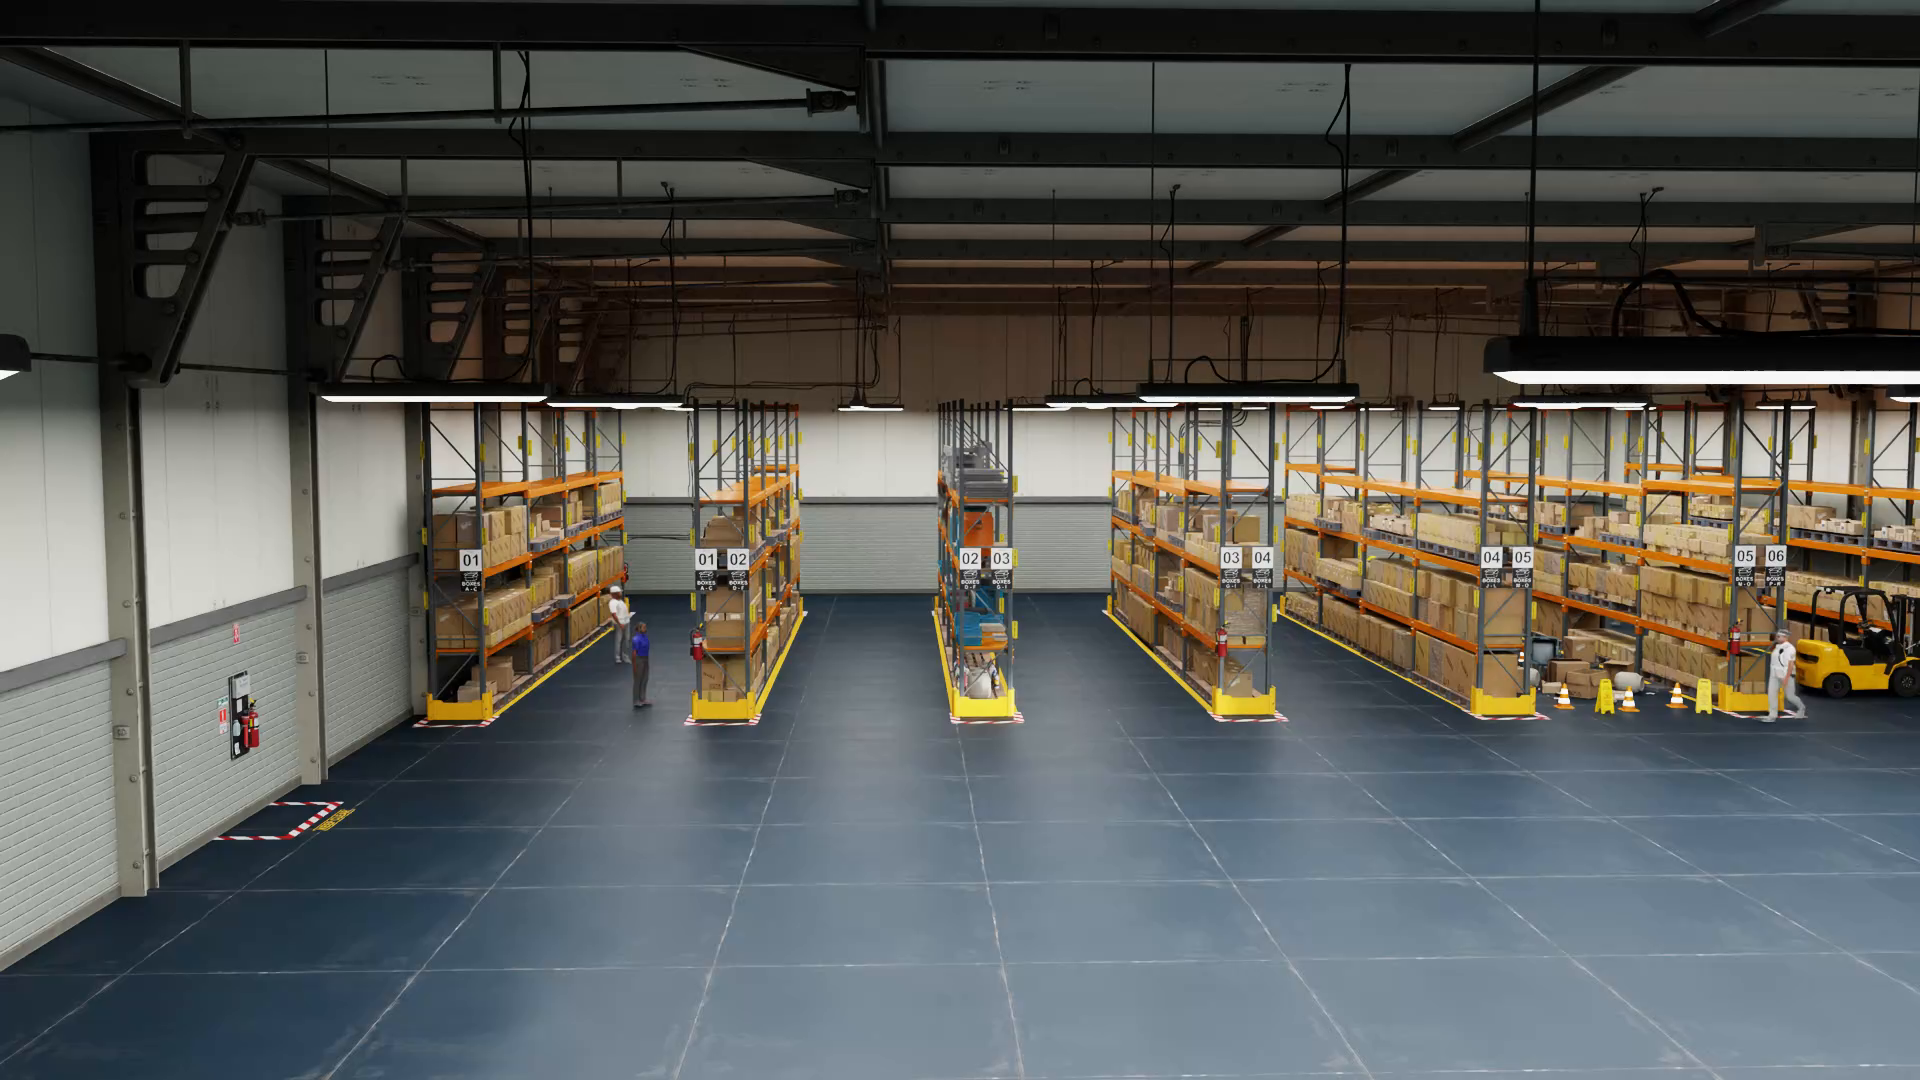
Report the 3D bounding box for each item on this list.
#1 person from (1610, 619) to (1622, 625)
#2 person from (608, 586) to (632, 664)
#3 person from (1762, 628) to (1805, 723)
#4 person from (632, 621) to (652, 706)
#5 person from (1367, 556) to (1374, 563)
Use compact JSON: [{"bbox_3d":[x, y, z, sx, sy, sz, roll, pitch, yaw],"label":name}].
[{"bbox_3d":[17.740,1.465,44.844,0.460,1.677,0.516,2,5,19],"label":"person"},{"bbox_3d":[-7.778,1.958,38.195,0.644,1.794,0.620,3,6,39],"label":"person"},{"bbox_3d":[15.316,2.505,30.846,0.901,1.746,0.506,-3,5,-33],"label":"person"},{"bbox_3d":[-6.255,2.421,32.639,0.326,1.667,0.563,1,5,17],"label":"person"},{"bbox_3d":[11.363,1.323,46.440,0.615,1.756,0.616,1,4,11],"label":"person"}]
